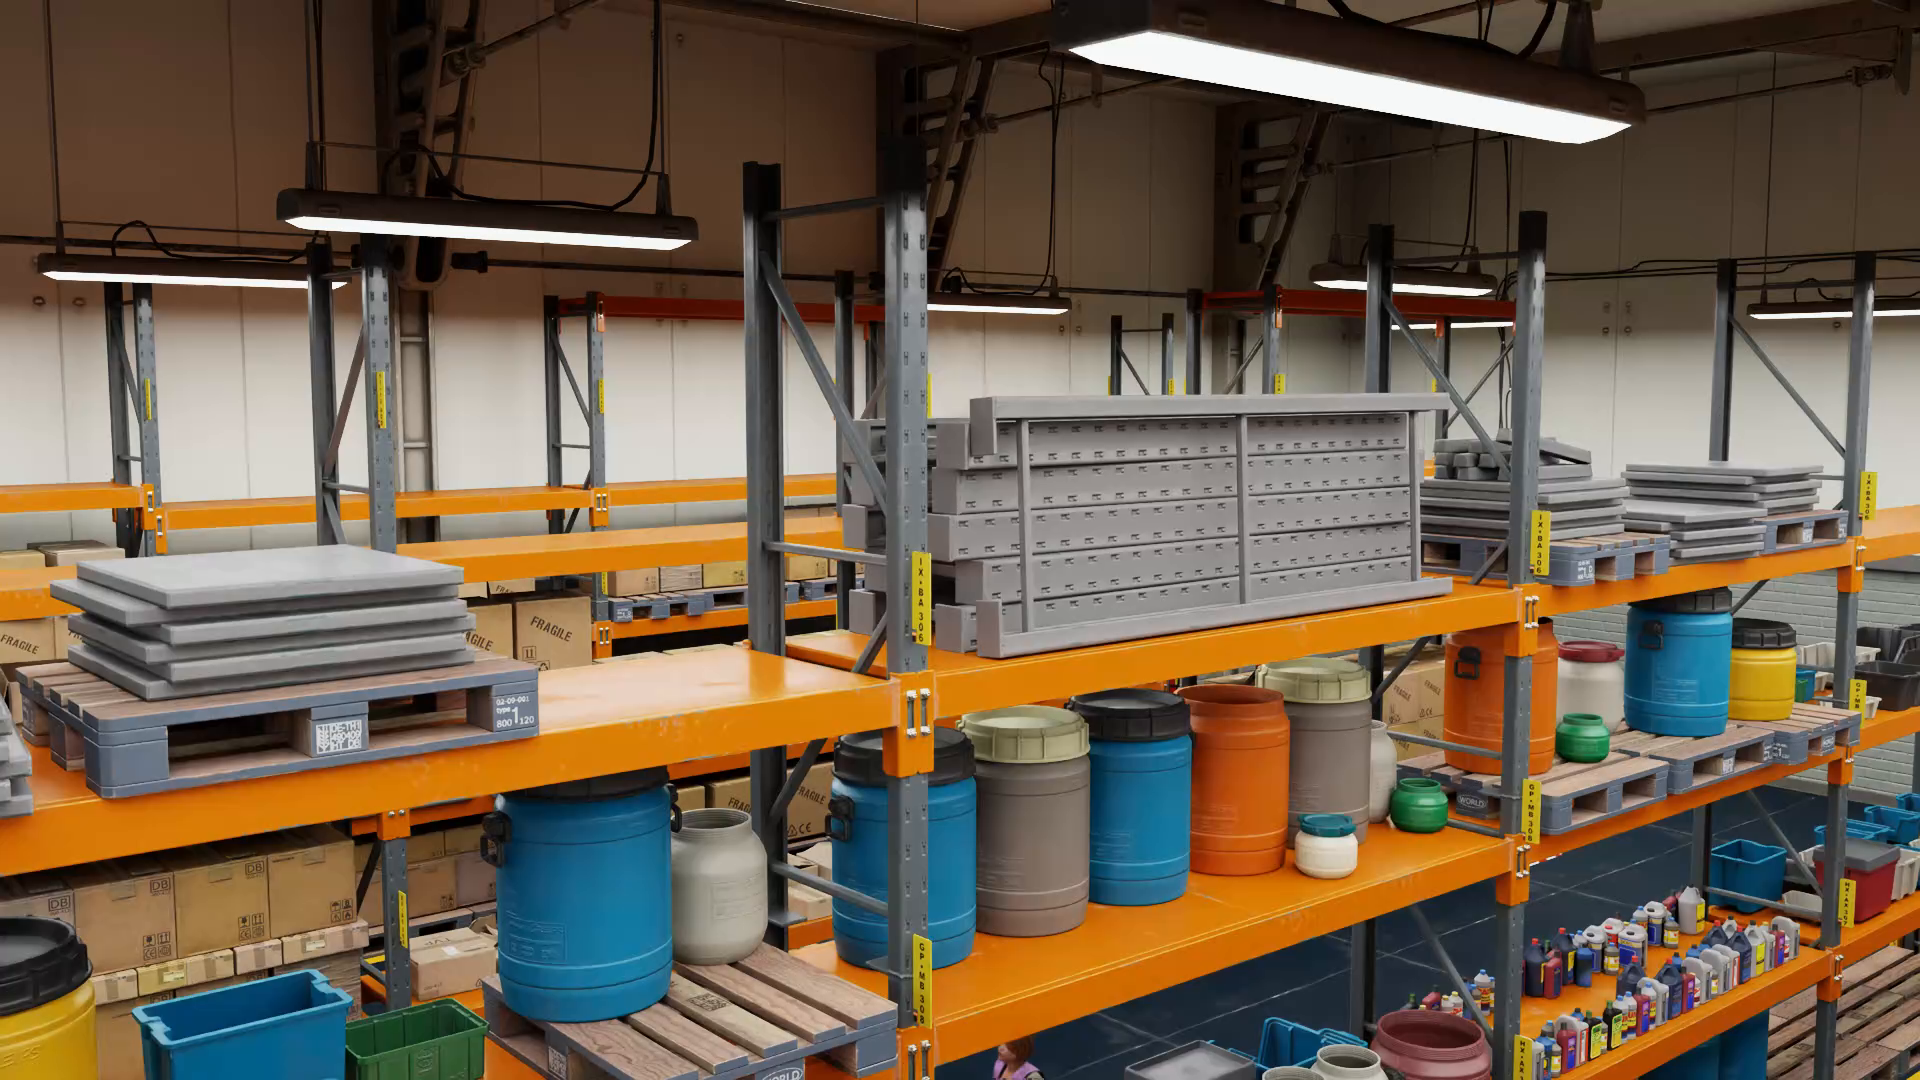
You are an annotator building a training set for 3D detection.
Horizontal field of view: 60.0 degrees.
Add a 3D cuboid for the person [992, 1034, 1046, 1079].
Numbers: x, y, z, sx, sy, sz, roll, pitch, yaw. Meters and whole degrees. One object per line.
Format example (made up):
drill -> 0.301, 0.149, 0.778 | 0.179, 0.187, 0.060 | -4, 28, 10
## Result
person -> 0.363, 3.503, 9.448 | 0.926, 1.580, 0.520 | -5, 7, -40
